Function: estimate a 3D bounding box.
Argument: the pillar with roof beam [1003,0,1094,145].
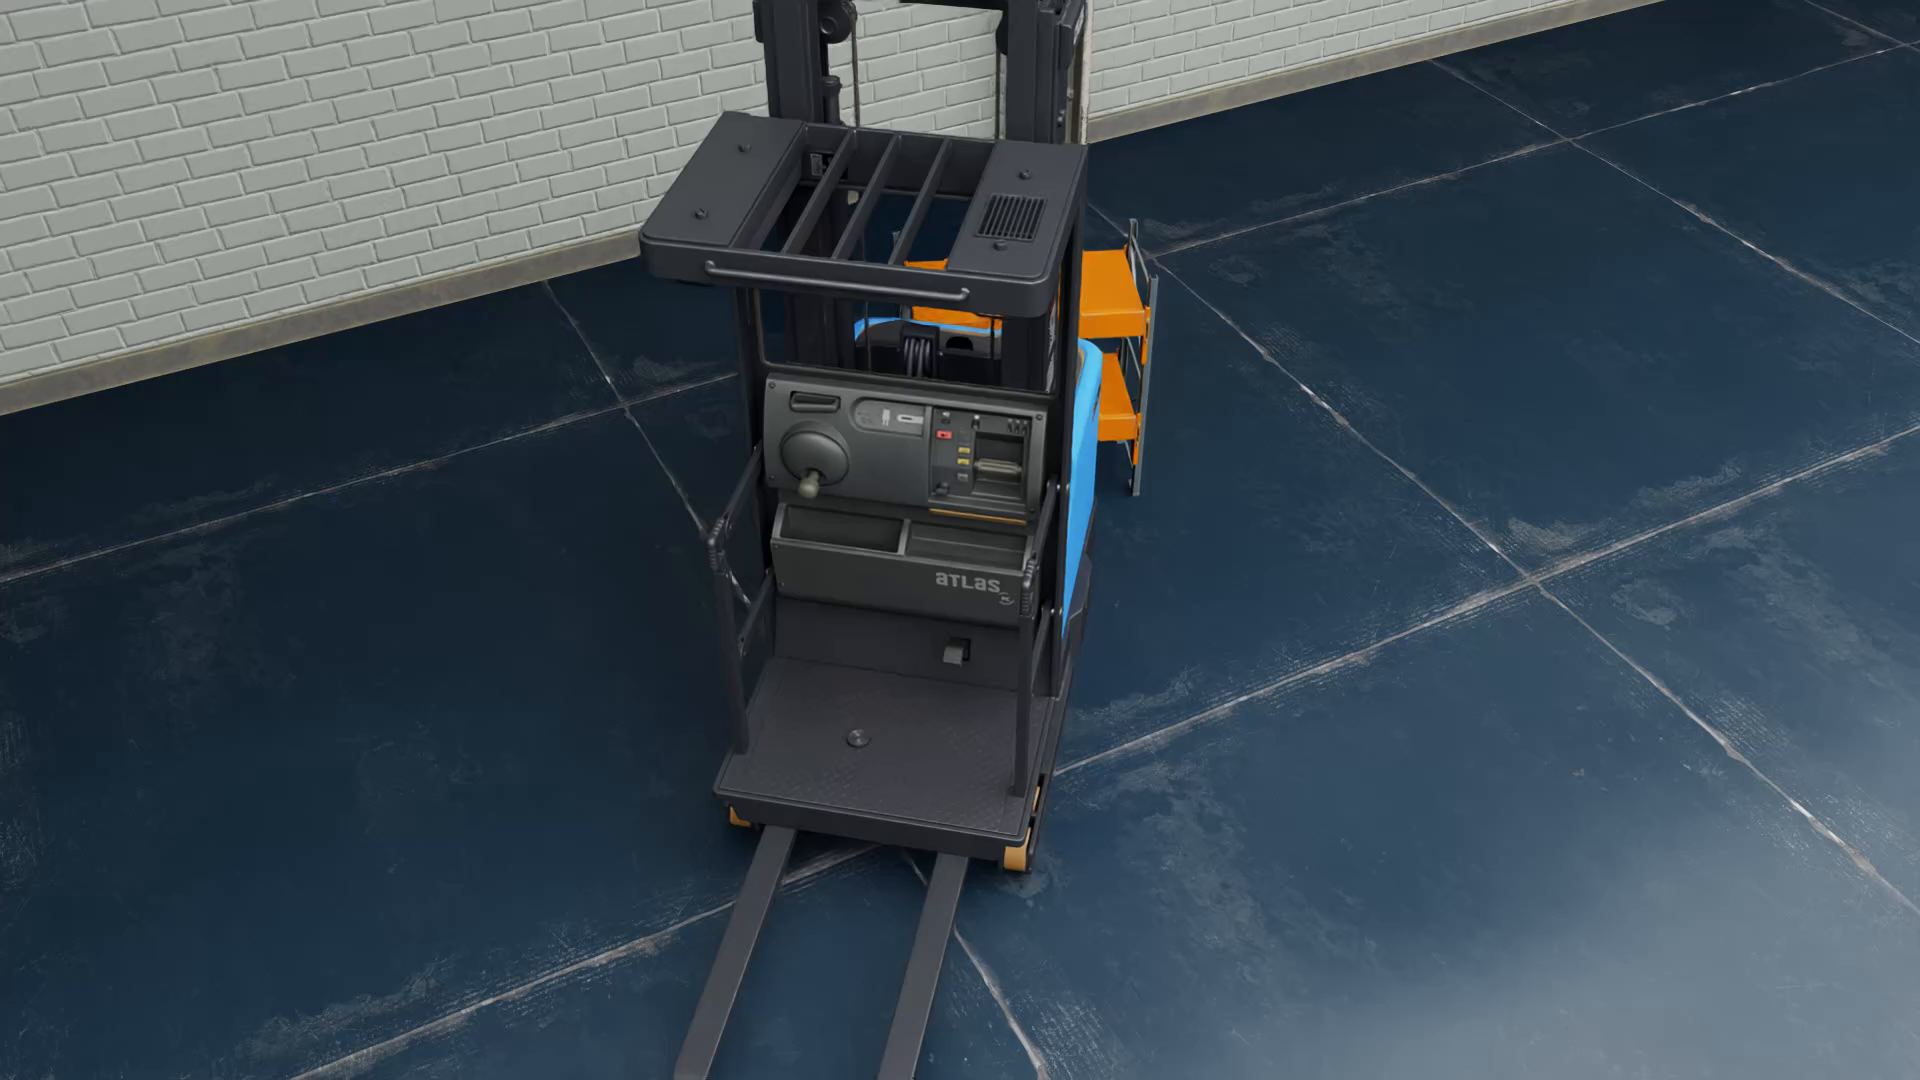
[{"bbox_3d":[2.487,-3.189,4.052,0.400,9.000,9.100,-19,44,-21],"label":"pillar with roof beam"}]

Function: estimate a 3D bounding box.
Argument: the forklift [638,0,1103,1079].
[{"bbox_3d":[-0.225,-0.217,5.237,1.130,2.935,3.031,8,41,9],"label":"forklift"}]

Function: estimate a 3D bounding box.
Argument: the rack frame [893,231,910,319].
[{"bbox_3d":[-0.244,-0.723,7.234,0.032,1.125,0.500,-4,40,-5],"label":"rack frame"}]

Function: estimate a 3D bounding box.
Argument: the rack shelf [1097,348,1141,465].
[{"bbox_3d":[0.261,-0.571,7.432,1.000,0.278,0.538,-4,40,-5],"label":"rack shelf"}]

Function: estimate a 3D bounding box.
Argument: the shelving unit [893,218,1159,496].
[{"bbox_3d":[0.261,-0.757,7.274,1.048,1.125,0.538,-4,40,-5],"label":"shelving unit"}]

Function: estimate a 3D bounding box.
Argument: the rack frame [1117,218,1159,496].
[{"bbox_3d":[0.767,-0.791,7.314,0.032,1.125,0.500,-4,40,-5],"label":"rack frame"}]

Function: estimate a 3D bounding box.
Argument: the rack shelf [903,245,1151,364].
[{"bbox_3d":[0.261,-0.981,7.085,1.000,0.278,0.538,-4,40,-5],"label":"rack shelf"}]
